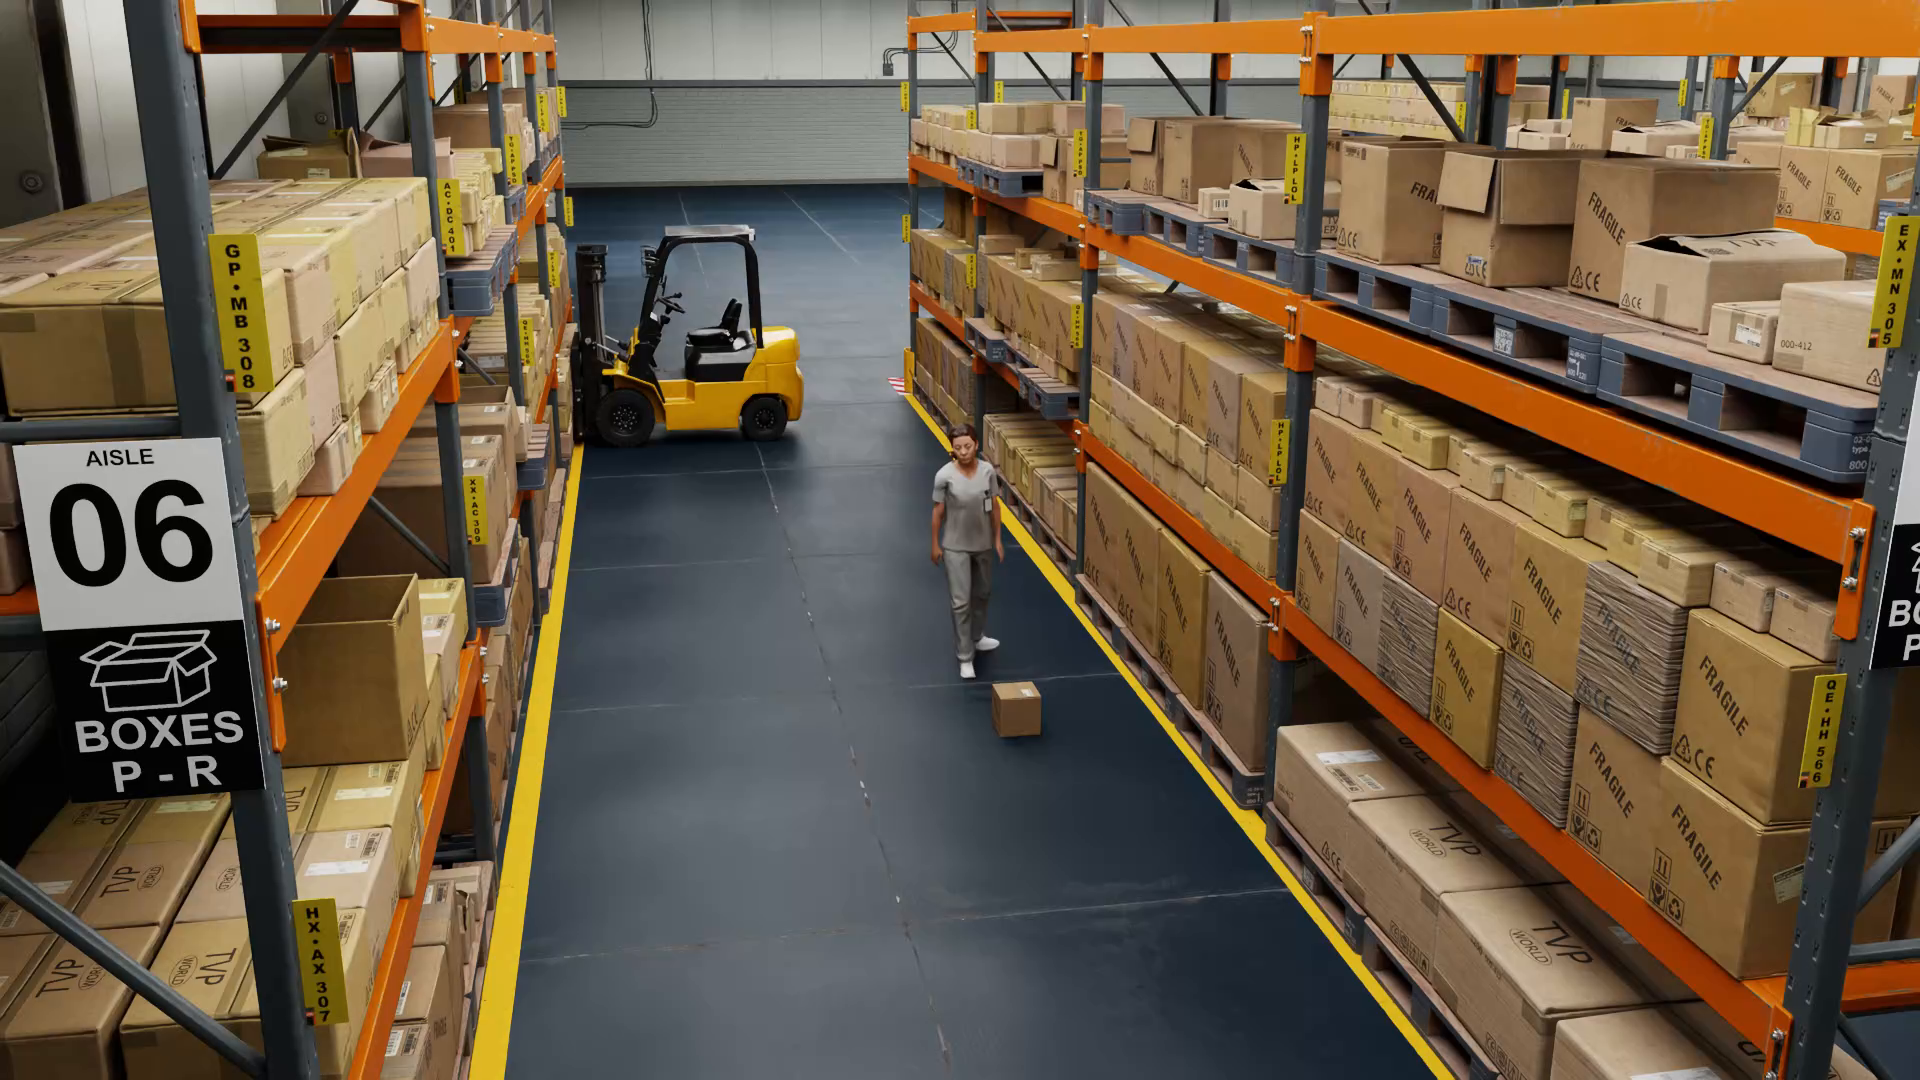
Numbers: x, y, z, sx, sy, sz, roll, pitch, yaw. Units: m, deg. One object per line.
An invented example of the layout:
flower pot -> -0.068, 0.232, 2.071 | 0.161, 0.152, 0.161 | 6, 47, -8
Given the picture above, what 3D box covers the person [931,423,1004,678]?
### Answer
person -> 0.068, 0.029, 10.938 | 0.527, 1.669, 0.600 | -7, 18, -23
